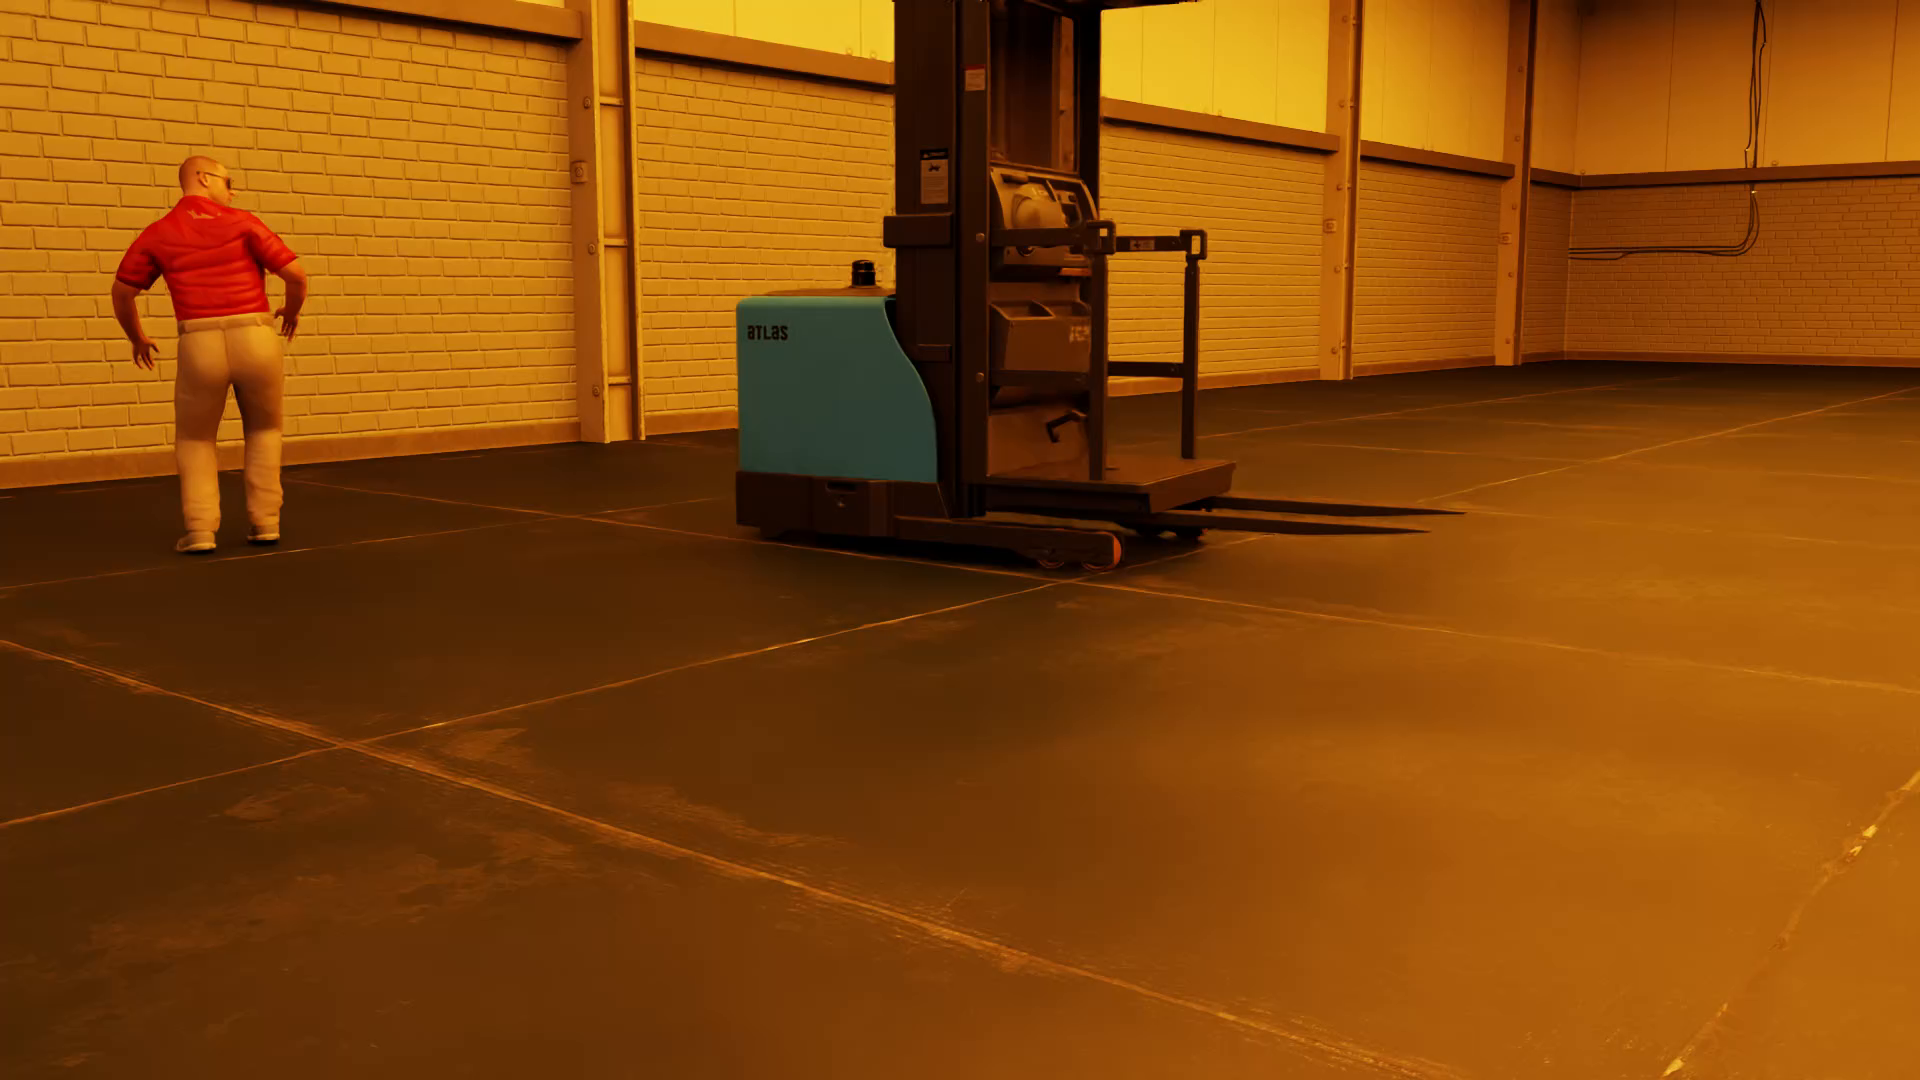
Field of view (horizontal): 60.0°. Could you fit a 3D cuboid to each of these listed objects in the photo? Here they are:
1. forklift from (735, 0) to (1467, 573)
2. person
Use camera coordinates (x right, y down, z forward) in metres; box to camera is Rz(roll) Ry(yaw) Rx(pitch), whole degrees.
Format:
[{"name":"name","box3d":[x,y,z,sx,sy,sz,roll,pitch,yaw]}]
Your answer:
[{"name":"forklift","box3d":[0.543,-1.409,6.910,3.031,2.935,1.130,5,9,28]},{"name":"person","box3d":[-3.186,-0.789,7.121,0.771,1.679,0.544,-3,9,-18]}]
